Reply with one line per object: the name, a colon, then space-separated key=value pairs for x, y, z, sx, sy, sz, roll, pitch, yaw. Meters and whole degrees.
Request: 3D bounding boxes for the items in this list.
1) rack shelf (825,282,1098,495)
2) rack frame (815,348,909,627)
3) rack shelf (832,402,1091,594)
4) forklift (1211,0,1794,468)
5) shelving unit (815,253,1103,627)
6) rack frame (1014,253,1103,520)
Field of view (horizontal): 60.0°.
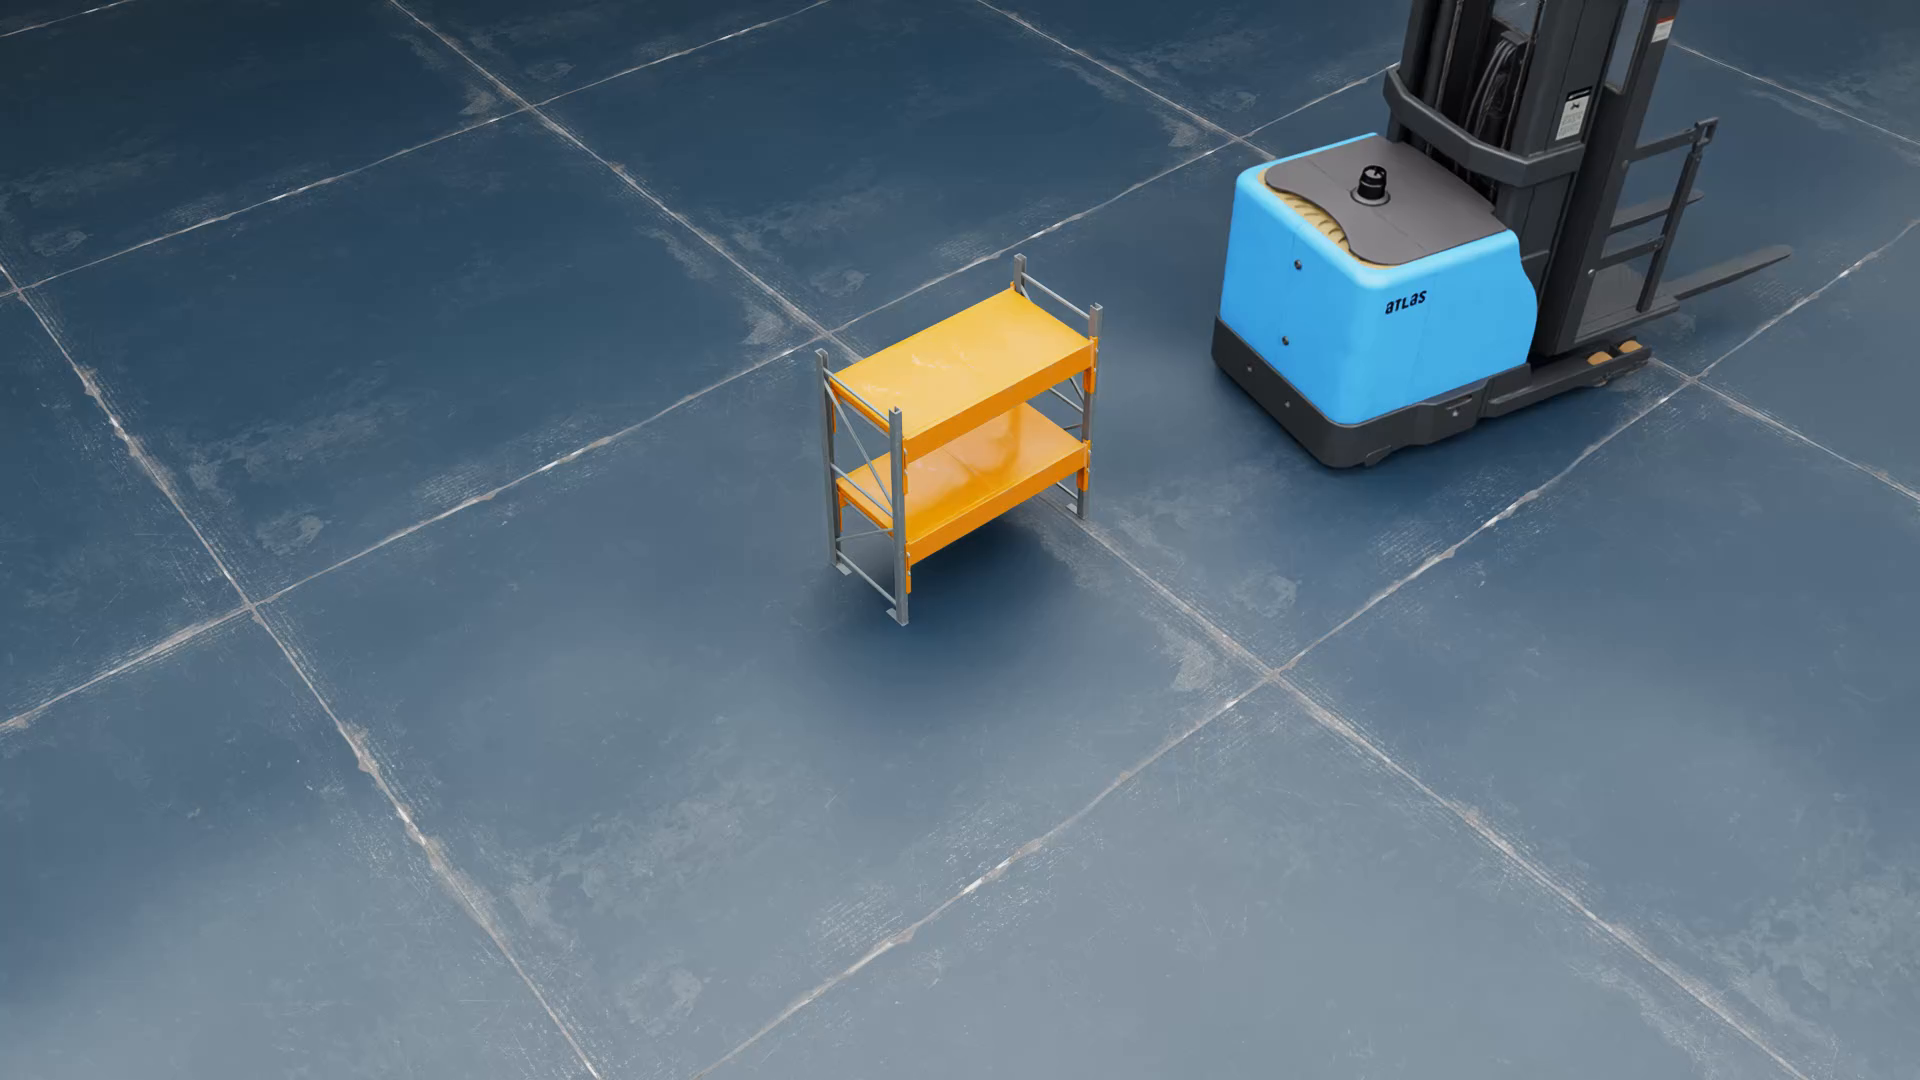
rack shelf: x=0.005 y=-0.626 z=6.668 sx=1.000 sy=0.278 sz=0.538 roll=-30 pitch=51 yaw=-28
rack frame: x=-0.385 y=-0.190 z=6.630 sx=0.032 sy=1.125 sz=0.500 roll=-30 pitch=51 yaw=-28
rack shelf: x=0.005 y=-0.235 z=7.035 sx=1.000 sy=0.278 sz=0.538 roll=-30 pitch=51 yaw=-28
forklift: x=2.773 y=-2.112 z=7.357 sx=3.031 sy=2.935 sz=1.130 roll=-20 pitch=47 yaw=-20
shelving unit: x=0.005 y=-0.413 z=6.868 sx=1.048 sy=1.125 sz=0.538 roll=-30 pitch=51 yaw=-28
rack frame: x=0.395 y=-0.636 z=7.106 sx=0.032 sy=1.125 sz=0.500 roll=-30 pitch=51 yaw=-28
